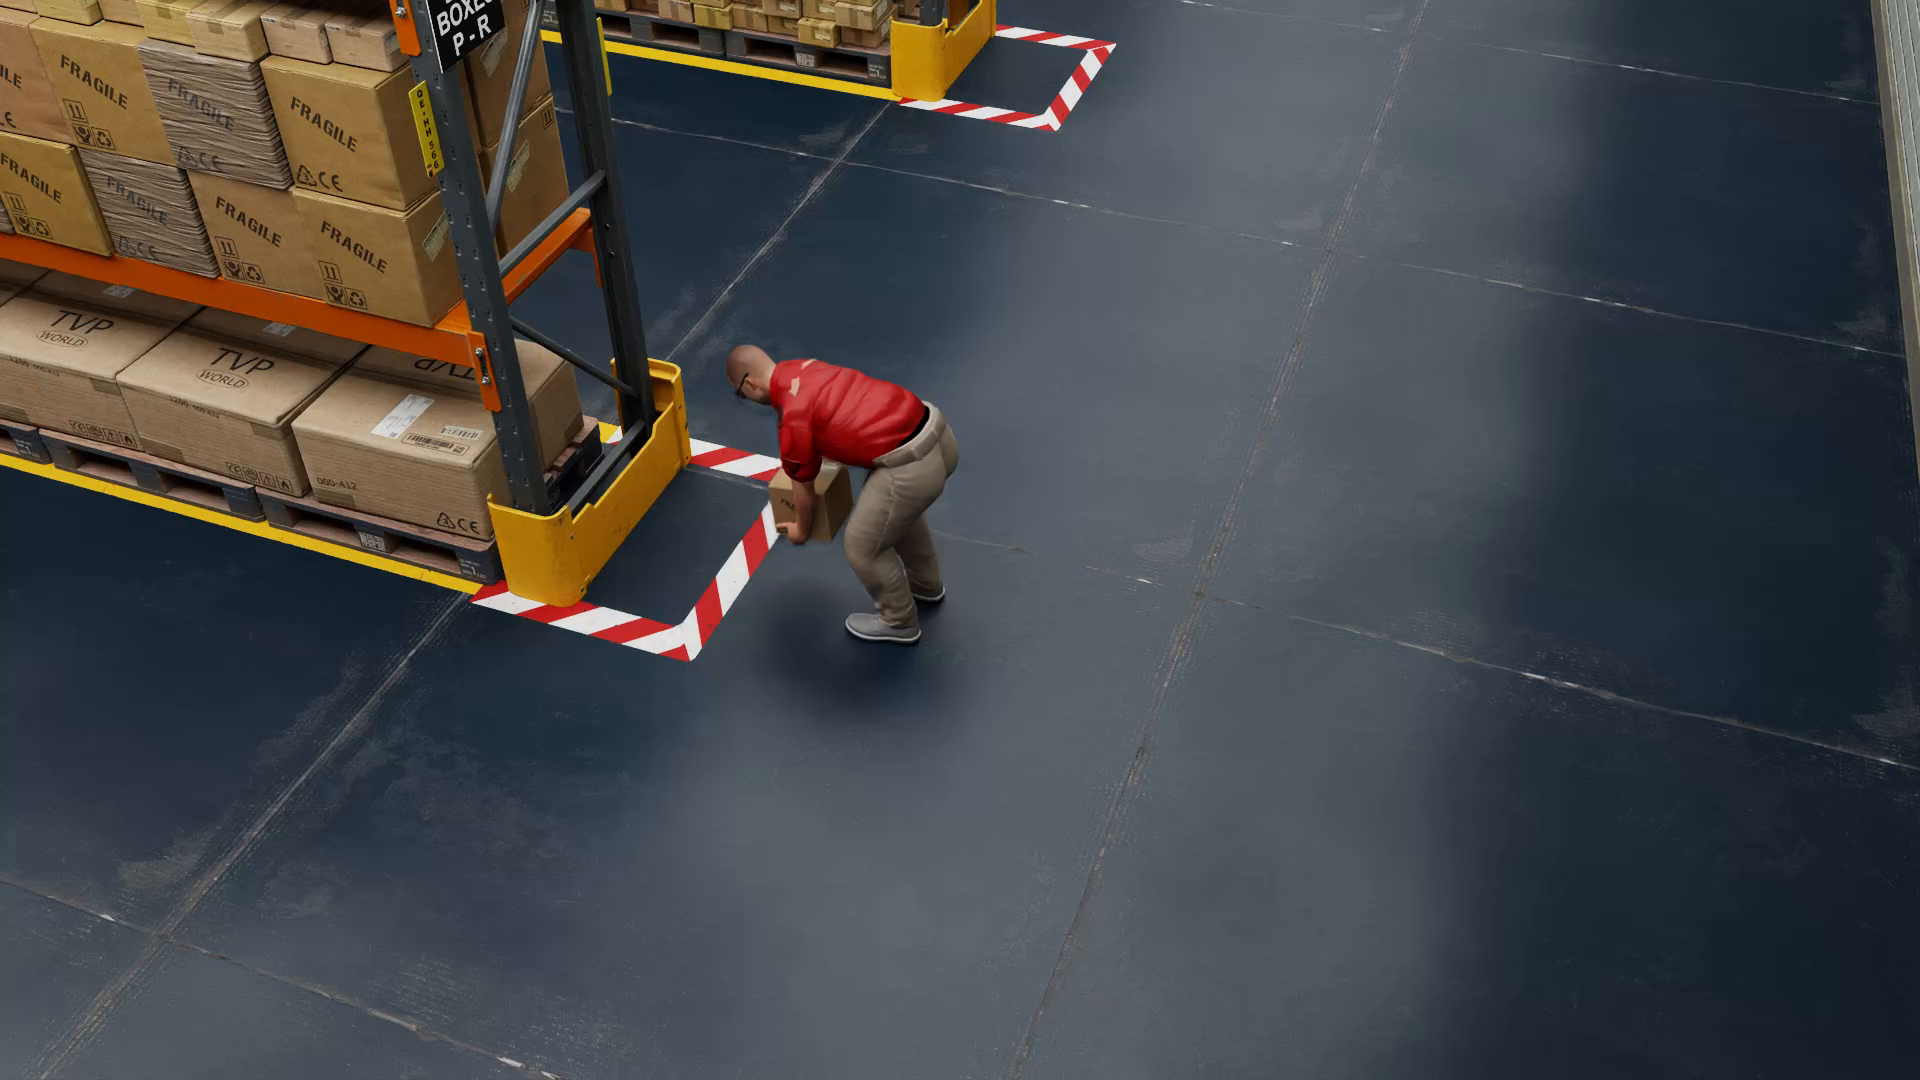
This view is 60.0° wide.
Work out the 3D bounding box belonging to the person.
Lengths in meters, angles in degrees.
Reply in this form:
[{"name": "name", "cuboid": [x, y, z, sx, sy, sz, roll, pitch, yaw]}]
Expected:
[{"name": "person", "cuboid": [-0.456, -0.247, 6.728, 0.875, 1.374, 0.481, 13, 43, 14]}]
